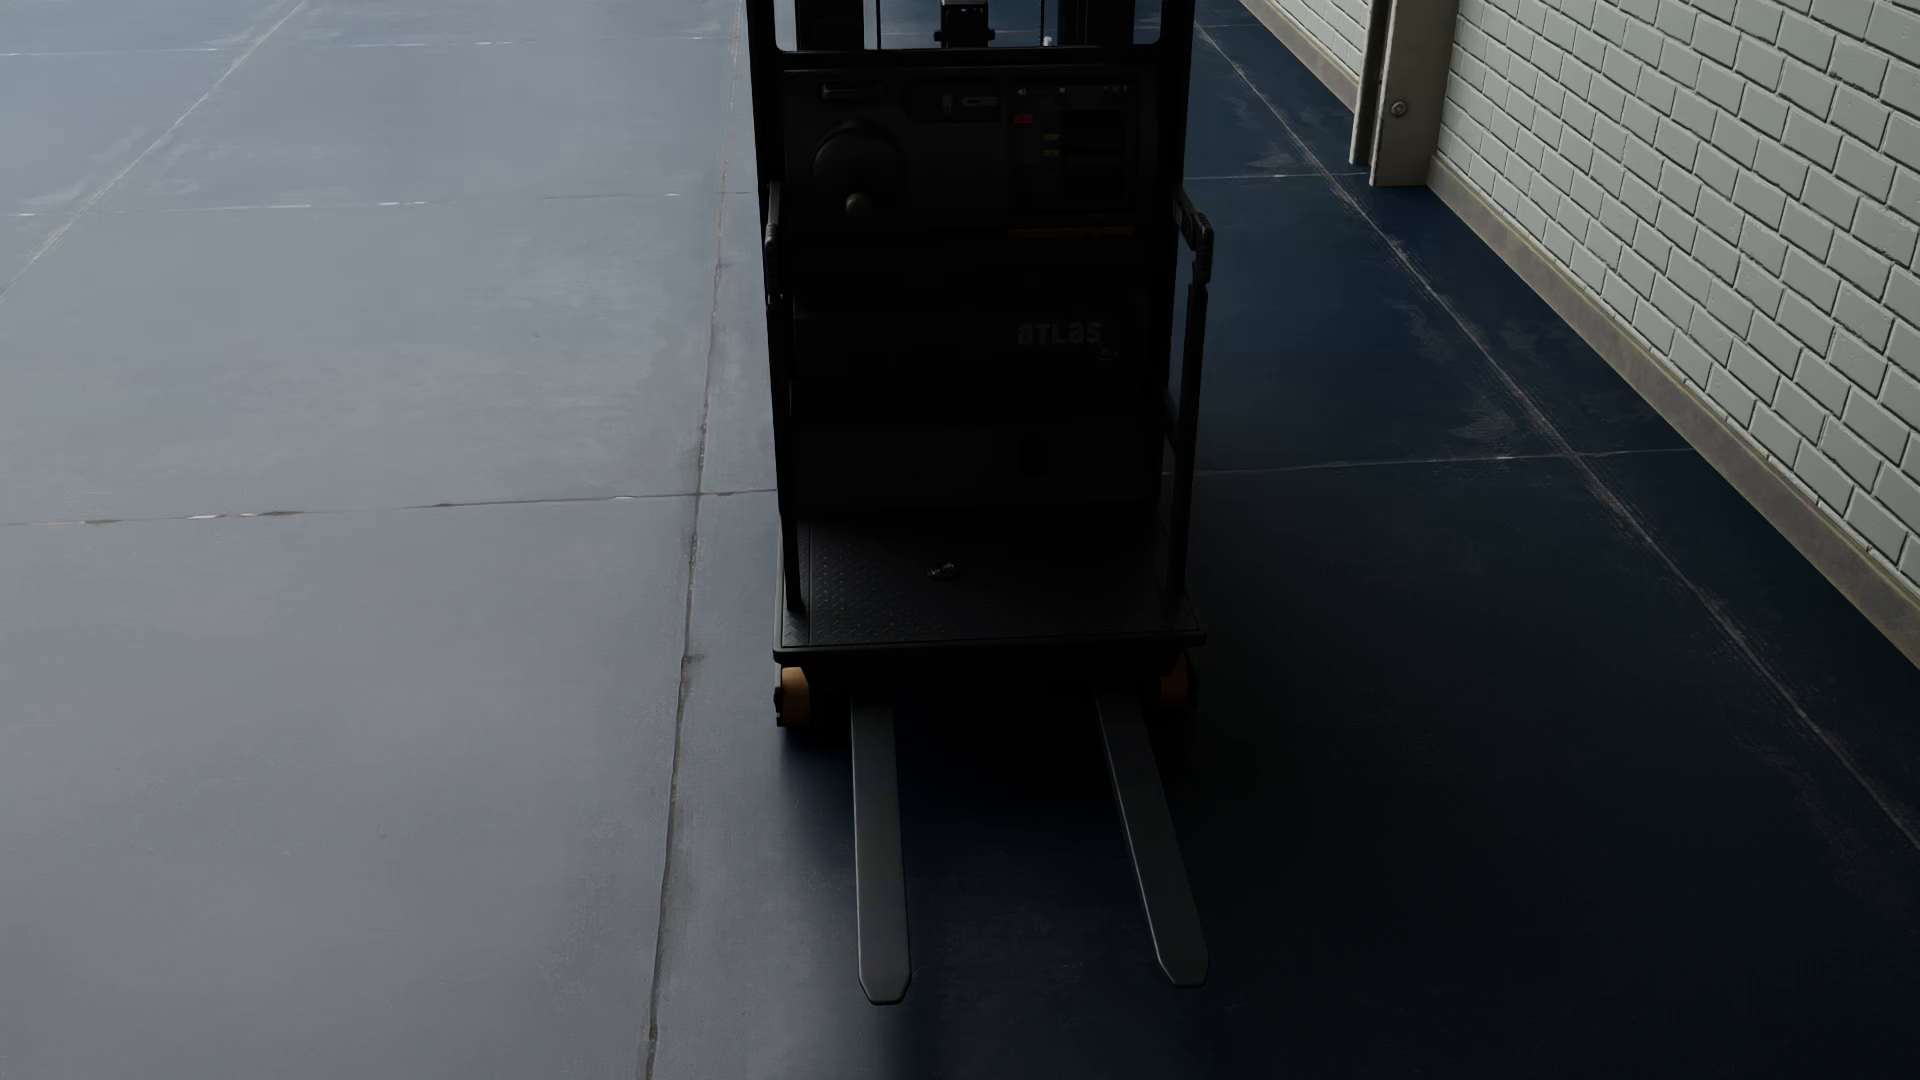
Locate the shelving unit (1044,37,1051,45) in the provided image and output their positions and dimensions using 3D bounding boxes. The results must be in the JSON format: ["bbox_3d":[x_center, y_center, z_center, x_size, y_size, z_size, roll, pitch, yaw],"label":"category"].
[{"bbox_3d":[0.225,-1.132,5.974,0.258,1.200,0.503,26,39,36],"label":"shelving unit"}]

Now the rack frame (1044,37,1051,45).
[{"bbox_3d":[0.392,-1.224,6.127,0.240,1.200,0.015,26,39,36],"label":"rack frame"}]

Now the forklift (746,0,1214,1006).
[{"bbox_3d":[0.046,-0.938,3.963,1.130,2.935,3.031,-2,31,-4],"label":"forklift"}]

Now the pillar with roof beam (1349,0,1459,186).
[{"bbox_3d":[-2.130,-5.499,5.681,9.100,9.000,0.400,-3,31,-5],"label":"pillar with roof beam"}]
